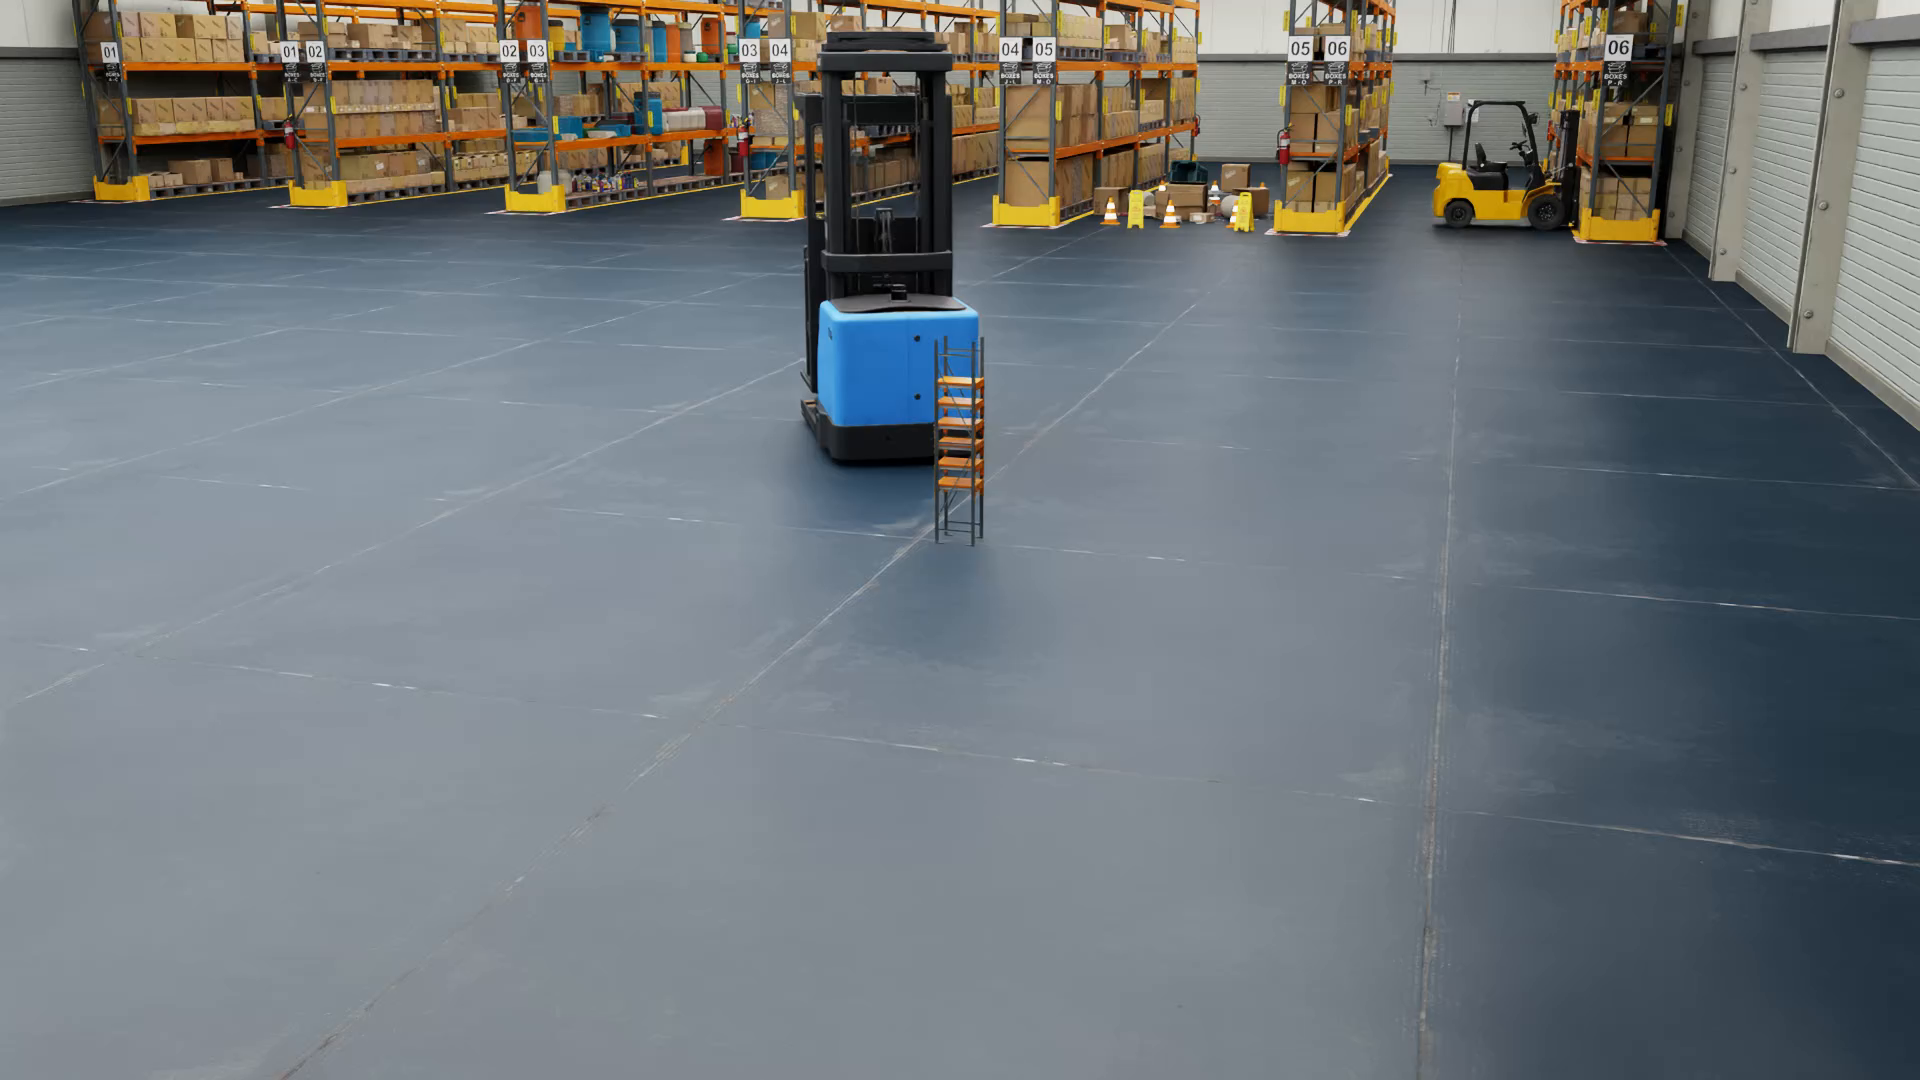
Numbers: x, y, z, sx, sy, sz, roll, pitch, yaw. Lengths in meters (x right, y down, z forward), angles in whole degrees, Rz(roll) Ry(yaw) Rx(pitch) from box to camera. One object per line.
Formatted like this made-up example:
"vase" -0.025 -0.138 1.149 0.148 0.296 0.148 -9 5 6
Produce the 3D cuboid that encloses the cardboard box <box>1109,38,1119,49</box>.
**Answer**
"cardboard box" 3.059 -10.233 34.205 0.396 0.266 0.258 5 16 16

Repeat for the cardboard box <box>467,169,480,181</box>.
"cardboard box" -11.401 -8.410 38.253 0.500 0.250 0.500 5 17 17

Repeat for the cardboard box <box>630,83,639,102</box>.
"cardboard box" -9.076 -12.170 45.223 0.500 0.500 0.500 4 16 14

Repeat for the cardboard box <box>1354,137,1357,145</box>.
"cardboard box" 7.235 -7.479 31.161 0.380 0.149 0.250 5 17 17

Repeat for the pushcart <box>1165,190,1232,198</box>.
"pushcart" 4.898 -6.676 32.674 1.648 0.377 0.936 -1 16 -3

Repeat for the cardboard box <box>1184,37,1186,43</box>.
"cardboard box" 5.463 -12.563 41.756 0.380 0.149 0.250 4 16 14

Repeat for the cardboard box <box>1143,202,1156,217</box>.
"cardboard box" 3.601 -6.223 31.283 0.396 0.266 0.258 8 18 25

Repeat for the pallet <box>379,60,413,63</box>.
"pallet" -15.066 -12.558 43.458 1.003 0.211 1.213 5 17 18

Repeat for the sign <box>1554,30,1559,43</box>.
"sign" 14.749 -12.435 41.074 0.100 0.325 0.005 5 16 16

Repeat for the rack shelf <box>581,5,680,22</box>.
"rack shelf" -9.058 -14.466 45.664 1.077 0.370 4.000 5 16 16

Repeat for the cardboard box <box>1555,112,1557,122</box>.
"cardboard box" 14.326 -9.967 39.203 0.500 0.250 0.500 5 16 15

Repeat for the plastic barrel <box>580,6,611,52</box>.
"plastic barrel" -7.537 -10.560 34.379 0.600 0.901 0.708 5 16 16

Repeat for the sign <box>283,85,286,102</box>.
"sign" -13.553 -8.981 33.441 0.100 0.325 0.005 5 16 16

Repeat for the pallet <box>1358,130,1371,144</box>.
"pallet" 7.455 -7.870 32.430 1.003 0.211 1.213 5 16 16

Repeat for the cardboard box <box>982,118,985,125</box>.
"cardboard box" 0.423 -10.703 42.529 0.380 0.149 0.250 5 17 18

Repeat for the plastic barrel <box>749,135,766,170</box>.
"plastic barrel" -5.250 -9.885 42.260 0.600 0.901 0.708 5 16 16

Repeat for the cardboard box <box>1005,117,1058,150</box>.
"cardboard box" 1.249 -7.257 29.644 0.875 0.550 0.550 5 16 16

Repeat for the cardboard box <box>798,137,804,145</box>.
"cardboard box" -3.140 -7.495 31.216 0.380 0.149 0.250 5 16 16

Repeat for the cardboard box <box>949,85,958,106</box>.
"cardboard box" -0.509 -10.819 40.456 0.797 0.503 0.637 5 17 16

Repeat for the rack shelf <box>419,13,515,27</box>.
"rack shelf" -13.808 -14.658 47.069 1.077 0.370 4.000 5 16 16

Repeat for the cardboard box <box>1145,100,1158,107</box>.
"cardboard box" 4.445 -10.265 39.122 0.380 0.149 0.250 5 16 16

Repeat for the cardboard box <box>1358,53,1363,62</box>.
"cardboard box" 7.302 -8.989 30.989 0.380 0.149 0.250 5 17 16

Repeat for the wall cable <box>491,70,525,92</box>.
"wall cable" -13.783 -13.731 50.881 0.084 1.984 1.851 5 16 16

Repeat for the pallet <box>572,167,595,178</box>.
"pallet" -10.166 -9.527 43.030 1.003 0.211 1.213 5 16 16

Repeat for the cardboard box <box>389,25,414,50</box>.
"cardboard box" -12.296 -10.960 36.268 0.500 0.500 0.500 6 17 20

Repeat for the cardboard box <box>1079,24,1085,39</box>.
"cardboard box" 2.000 -9.351 30.581 0.500 0.250 0.500 5 16 16

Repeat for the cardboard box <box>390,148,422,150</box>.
"cardboard box" -12.332 -8.454 37.034 0.500 0.500 0.500 5 16 16

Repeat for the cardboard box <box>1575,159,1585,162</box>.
"cardboard box" 12.893 -7.896 34.795 0.380 0.149 0.250 4 16 13

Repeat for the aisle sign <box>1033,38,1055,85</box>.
"aisle sign" 1.455 -8.293 28.807 0.394 0.787 0.004 5 16 16

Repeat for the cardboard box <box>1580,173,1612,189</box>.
"cardboard box" 10.827 -6.115 28.328 0.500 0.250 0.500 5 17 17

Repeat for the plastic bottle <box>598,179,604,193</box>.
"plastic bottle" -7.392 -7.292 34.214 0.061 0.283 0.133 5 17 17

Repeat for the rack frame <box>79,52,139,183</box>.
"rack frame" -17.787 -8.648 34.821 1.000 3.000 0.127 5 16 16

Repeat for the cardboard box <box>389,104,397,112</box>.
"cardboard box" -12.206 -9.182 35.332 0.380 0.149 0.250 5 17 18

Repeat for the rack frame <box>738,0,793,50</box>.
"rack frame" -3.539 -10.382 29.940 1.000 3.000 0.127 5 16 16

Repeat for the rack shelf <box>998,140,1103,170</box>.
"rack shelf" 1.756 -7.262 31.252 1.077 0.370 4.000 5 16 16

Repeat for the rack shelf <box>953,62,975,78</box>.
"rack shelf" -0.698 -11.209 39.671 1.077 0.370 4.000 5 16 16

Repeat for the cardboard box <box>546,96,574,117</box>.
"cardboard box" -10.249 -11.006 42.182 0.700 0.500 0.500 8 18 26

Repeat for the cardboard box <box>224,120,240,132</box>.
"cardboard box" -16.644 -9.355 37.552 0.500 0.250 0.500 5 17 16

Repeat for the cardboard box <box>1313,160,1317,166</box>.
"cardboard box" 6.361 -6.959 30.573 0.380 0.149 0.250 6 17 19

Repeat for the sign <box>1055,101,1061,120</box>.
"sign" 1.718 -7.494 29.023 0.100 0.325 0.005 5 16 16

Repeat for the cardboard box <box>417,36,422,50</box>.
"cardboard box" -14.732 -13.268 44.625 0.700 0.500 0.500 4 16 13

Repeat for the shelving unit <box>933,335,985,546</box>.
"shelving unit" -0.004 -0.573 9.652 0.258 1.200 0.189 5 16 16

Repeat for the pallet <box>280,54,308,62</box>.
"pallet" -16.081 -11.472 39.625 1.213 0.211 1.003 5 16 16

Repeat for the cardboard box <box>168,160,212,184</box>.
"cardboard box" -17.085 -8.168 36.905 0.700 0.500 0.500 4 16 12

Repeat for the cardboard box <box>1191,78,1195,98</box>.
"cardboard box" 5.843 -11.804 43.387 0.500 0.500 0.500 4 16 15

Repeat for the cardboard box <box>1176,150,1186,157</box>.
"cardboard box" 5.591 -9.953 42.786 0.380 0.149 0.250 5 17 18

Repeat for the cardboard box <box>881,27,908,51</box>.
"cardboard box" -1.452 -10.913 36.210 0.500 0.500 0.500 5 17 17

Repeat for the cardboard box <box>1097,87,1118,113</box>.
"cardboard box" 2.892 -9.189 34.715 0.700 0.500 0.500 4 16 15

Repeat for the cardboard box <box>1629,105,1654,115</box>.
"cardboard box" 11.190 -7.054 27.284 0.380 0.149 0.250 5 17 17

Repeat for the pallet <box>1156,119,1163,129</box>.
"pallet" 4.241 -9.943 39.739 1.003 0.211 1.213 5 16 16

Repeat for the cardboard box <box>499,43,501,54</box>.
"cardboard box" -10.969 -11.669 39.481 0.500 0.250 0.500 5 17 17

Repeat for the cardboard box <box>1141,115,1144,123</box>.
"cardboard box" 3.934 -9.501 37.519 0.380 0.149 0.250 5 17 19

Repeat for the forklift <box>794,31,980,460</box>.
"forklift" -0.648 -2.320 12.638 1.130 2.935 3.031 -3 16 -11
